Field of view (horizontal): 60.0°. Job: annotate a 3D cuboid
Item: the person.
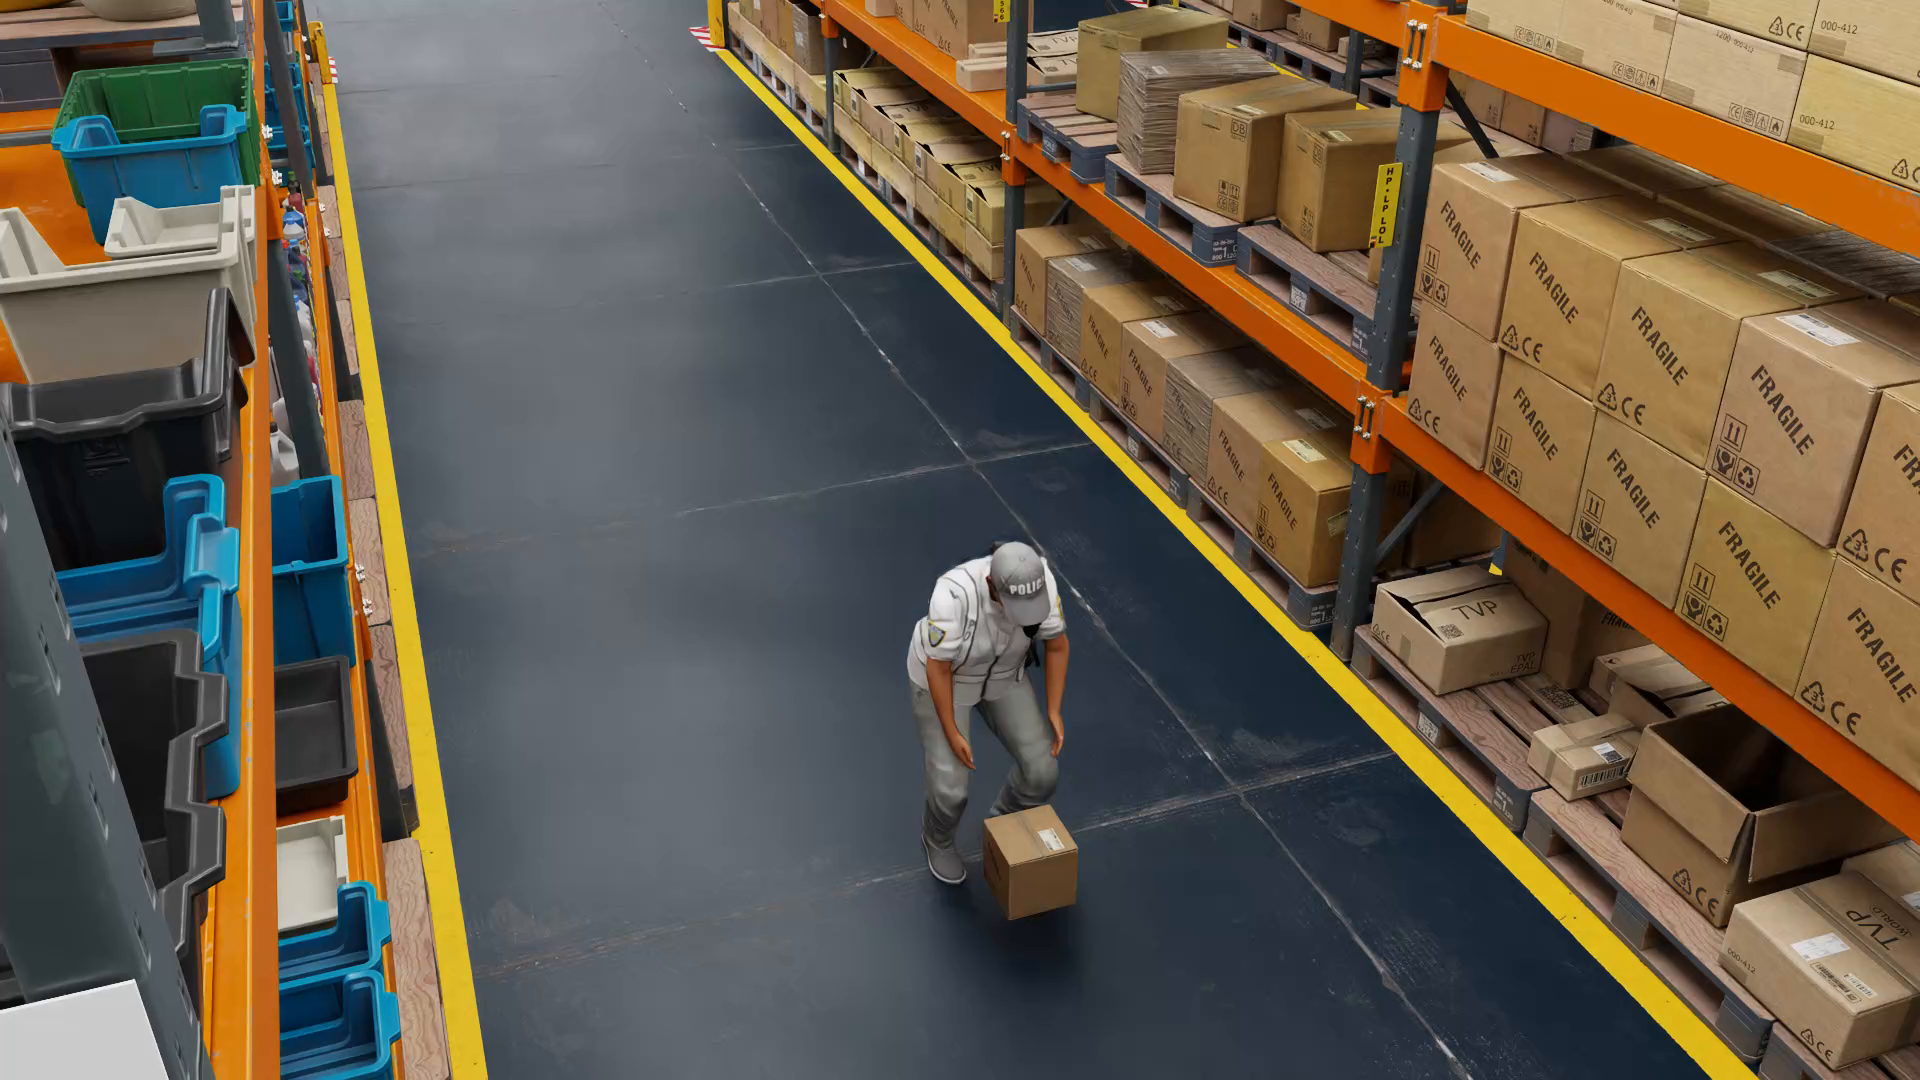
[{"bbox_3d":[0.112,0.557,5.883,0.530,1.457,0.671,-10,32,-17],"label":"person"}]
